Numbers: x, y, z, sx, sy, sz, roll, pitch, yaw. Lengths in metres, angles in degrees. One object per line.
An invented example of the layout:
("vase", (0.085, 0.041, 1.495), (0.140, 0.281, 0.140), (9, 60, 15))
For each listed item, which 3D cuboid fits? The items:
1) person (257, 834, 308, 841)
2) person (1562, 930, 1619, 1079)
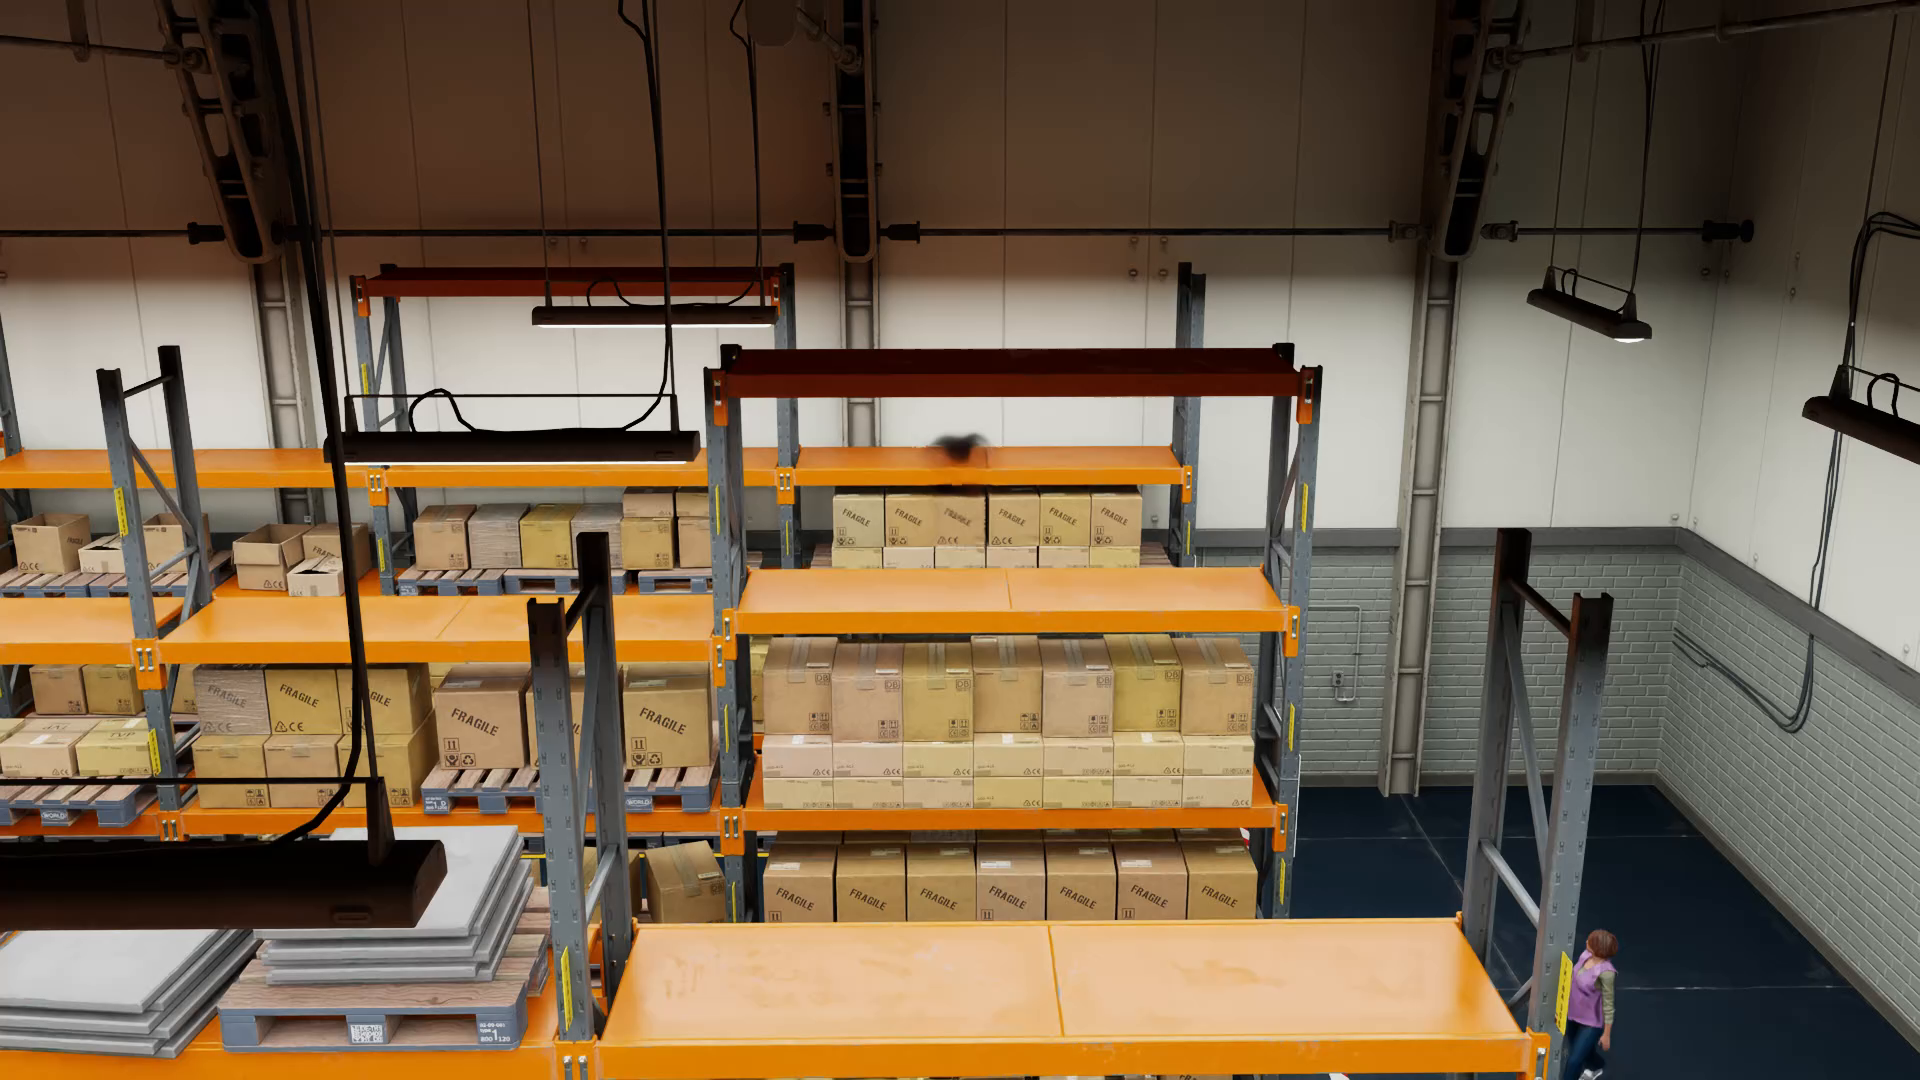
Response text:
("person", (-6.208, 2.970, 15.304), (0.408, 1.694, 0.449), (12, 20, 35))
("person", (4.868, 3.737, 12.988), (0.912, 1.523, 0.552), (-10, 19, -31))
